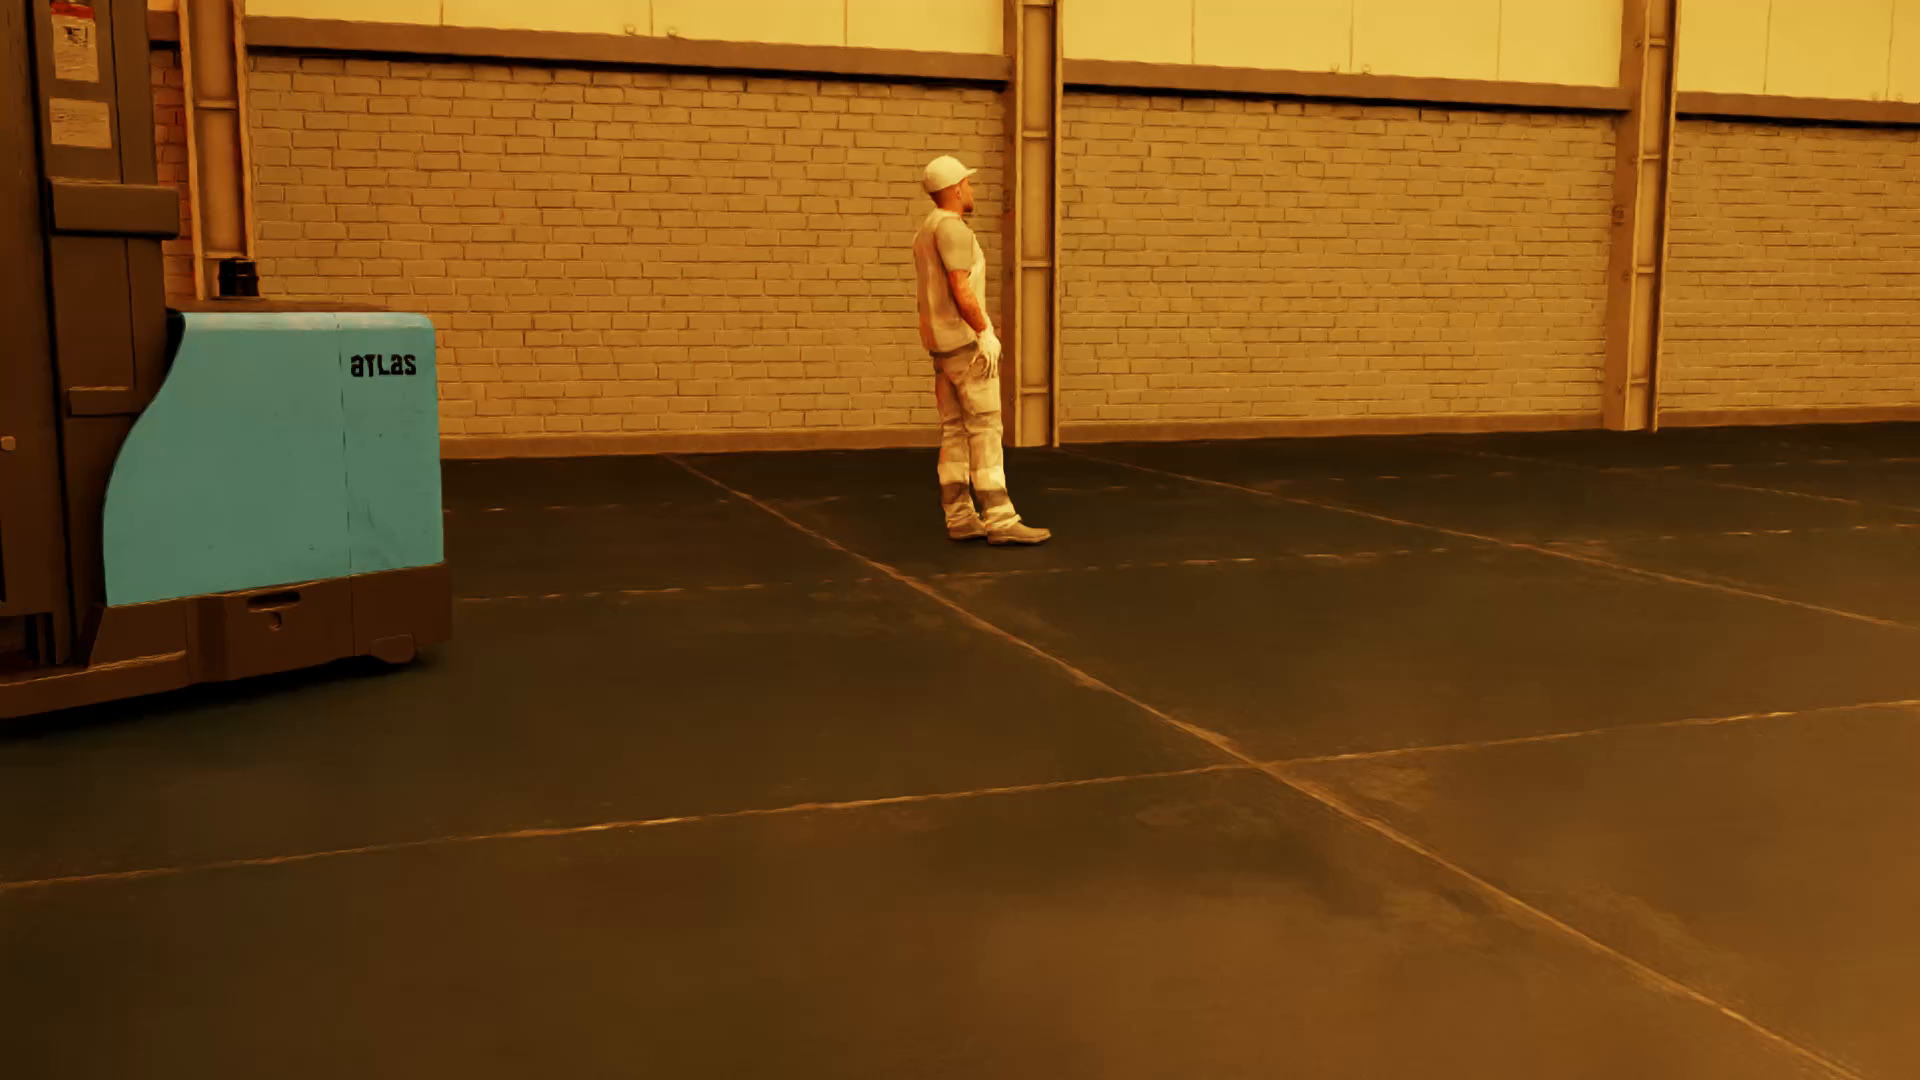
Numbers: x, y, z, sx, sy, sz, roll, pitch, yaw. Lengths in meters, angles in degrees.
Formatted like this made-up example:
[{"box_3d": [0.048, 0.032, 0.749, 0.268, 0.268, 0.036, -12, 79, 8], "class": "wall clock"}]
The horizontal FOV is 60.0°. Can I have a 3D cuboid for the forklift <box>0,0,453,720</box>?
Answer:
[{"box_3d": [-2.905, -0.967, 4.156, 1.130, 2.935, 3.031, 6, 10, 39], "class": "forklift"}]

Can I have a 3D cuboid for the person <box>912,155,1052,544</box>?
[{"box_3d": [0.080, -0.895, 7.817, 0.563, 1.787, 0.637, -3, 8, -18], "class": "person"}]
